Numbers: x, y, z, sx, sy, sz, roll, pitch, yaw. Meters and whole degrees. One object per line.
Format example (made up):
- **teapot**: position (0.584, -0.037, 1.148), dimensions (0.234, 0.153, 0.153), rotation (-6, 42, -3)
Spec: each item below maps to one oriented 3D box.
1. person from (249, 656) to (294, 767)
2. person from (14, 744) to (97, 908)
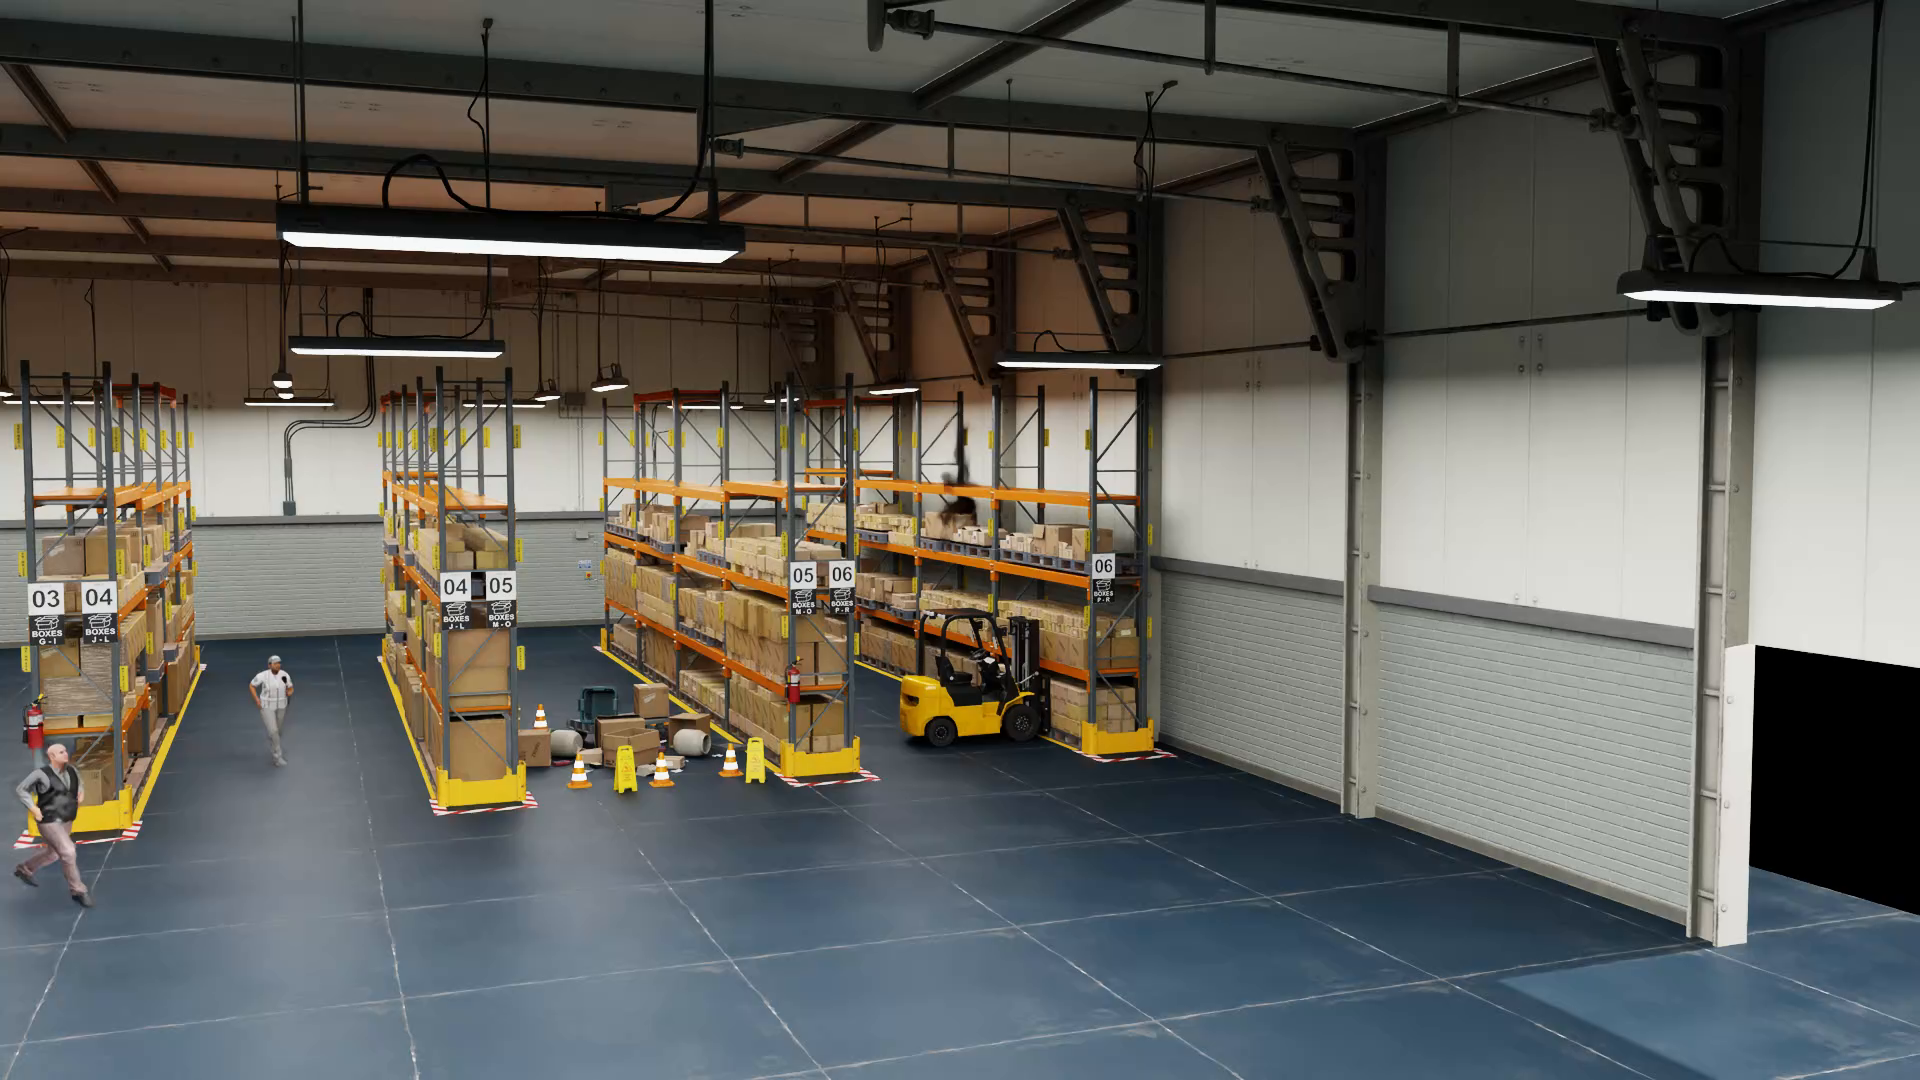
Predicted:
- **person**: position (-10.665, 2.622, 25.810), dimensions (0.618, 1.675, 0.925), rotation (-3, 5, -43)
- **person**: position (-9.798, 3.077, 17.998), dimensions (1.072, 1.761, 0.621), rotation (1, 3, 10)
